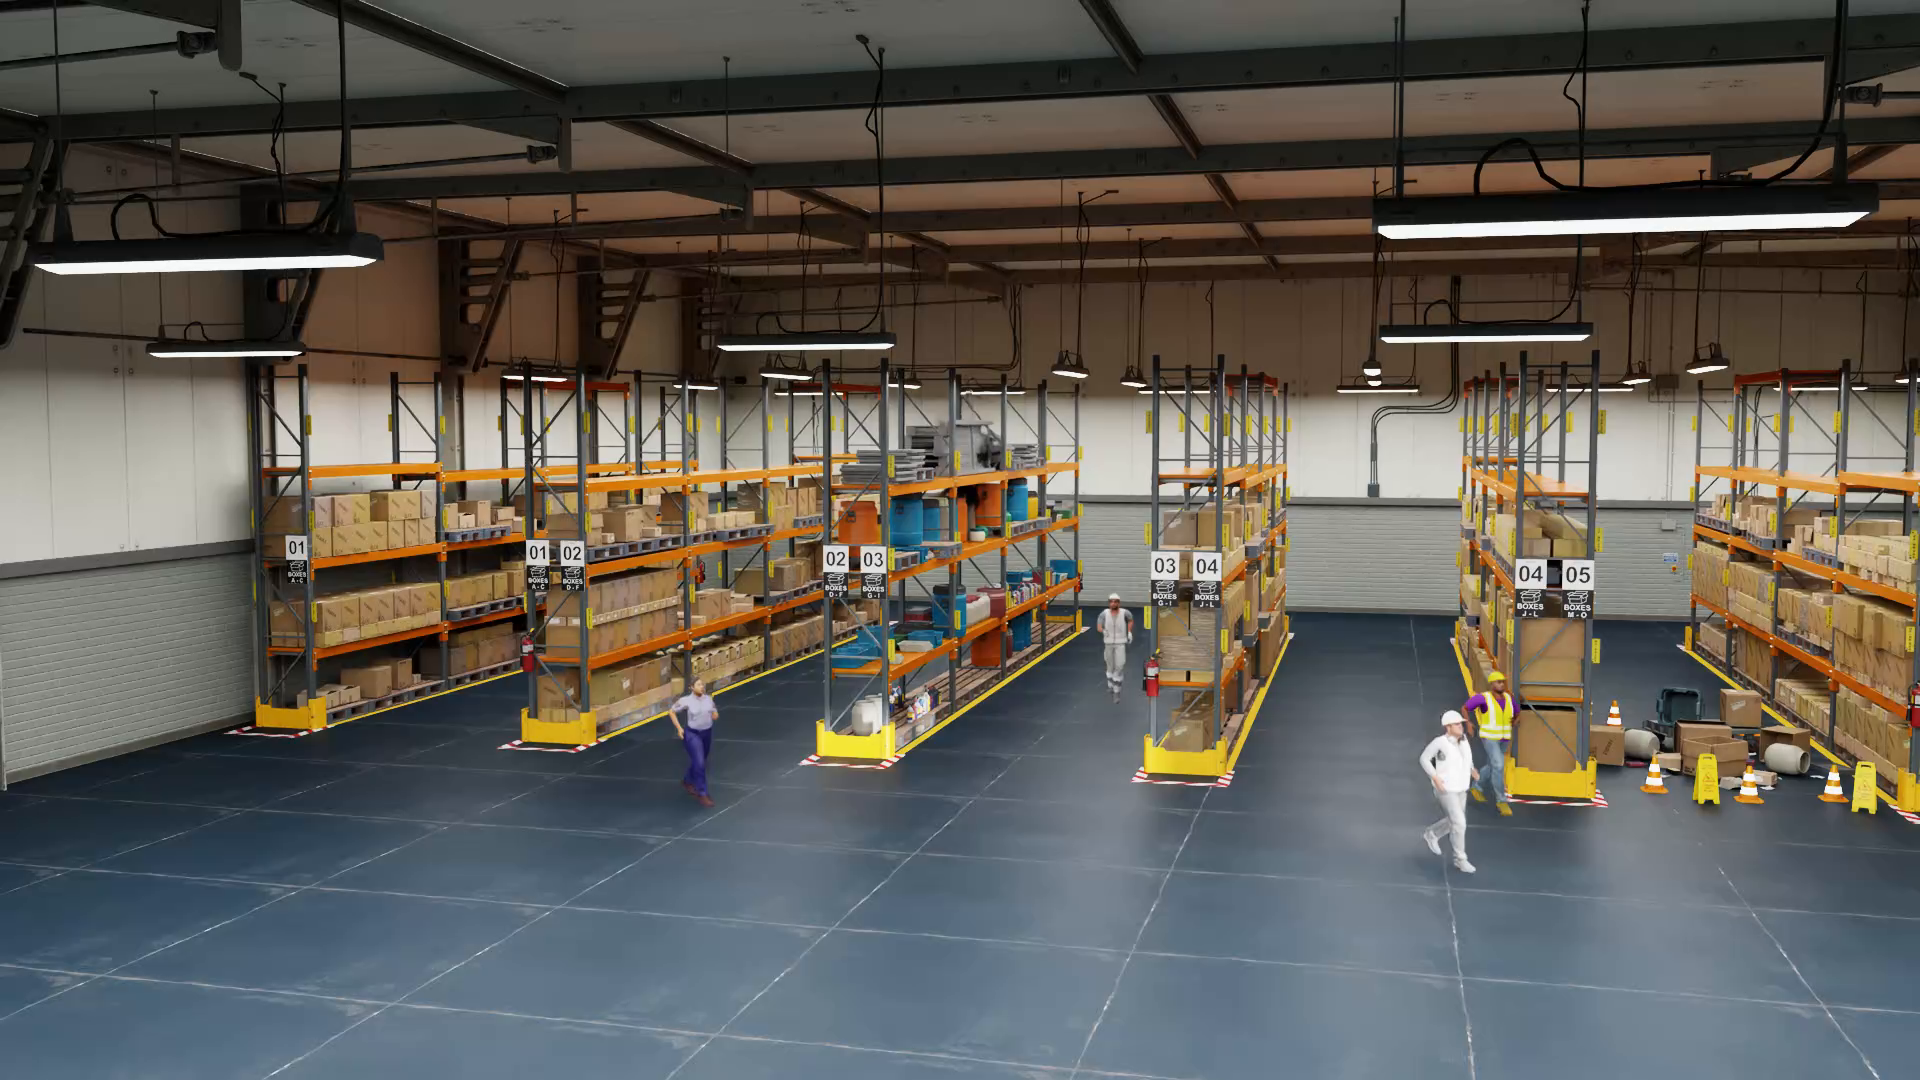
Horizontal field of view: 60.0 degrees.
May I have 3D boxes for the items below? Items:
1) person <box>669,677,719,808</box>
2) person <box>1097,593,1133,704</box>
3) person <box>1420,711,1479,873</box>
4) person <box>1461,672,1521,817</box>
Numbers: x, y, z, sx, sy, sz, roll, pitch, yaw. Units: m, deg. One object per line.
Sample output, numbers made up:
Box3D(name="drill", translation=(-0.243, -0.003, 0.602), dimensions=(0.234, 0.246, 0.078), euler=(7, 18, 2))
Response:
Box3D(name="person", translation=(-3.472, 2.743, 22.061), dimensions=(0.844, 1.493, 0.594), euler=(4, 5, 43))
Box3D(name="person", translation=(2.673, 1.858, 28.806), dimensions=(0.602, 1.889, 0.788), euler=(1, 4, 13))
Box3D(name="person", translation=(5.562, 2.820, 18.921), dimensions=(0.669, 1.777, 0.824), euler=(-3, 5, -34))
Box3D(name="person", translation=(7.003, 2.616, 21.684), dimensions=(0.769, 1.794, 0.888), euler=(-2, 4, -25))
